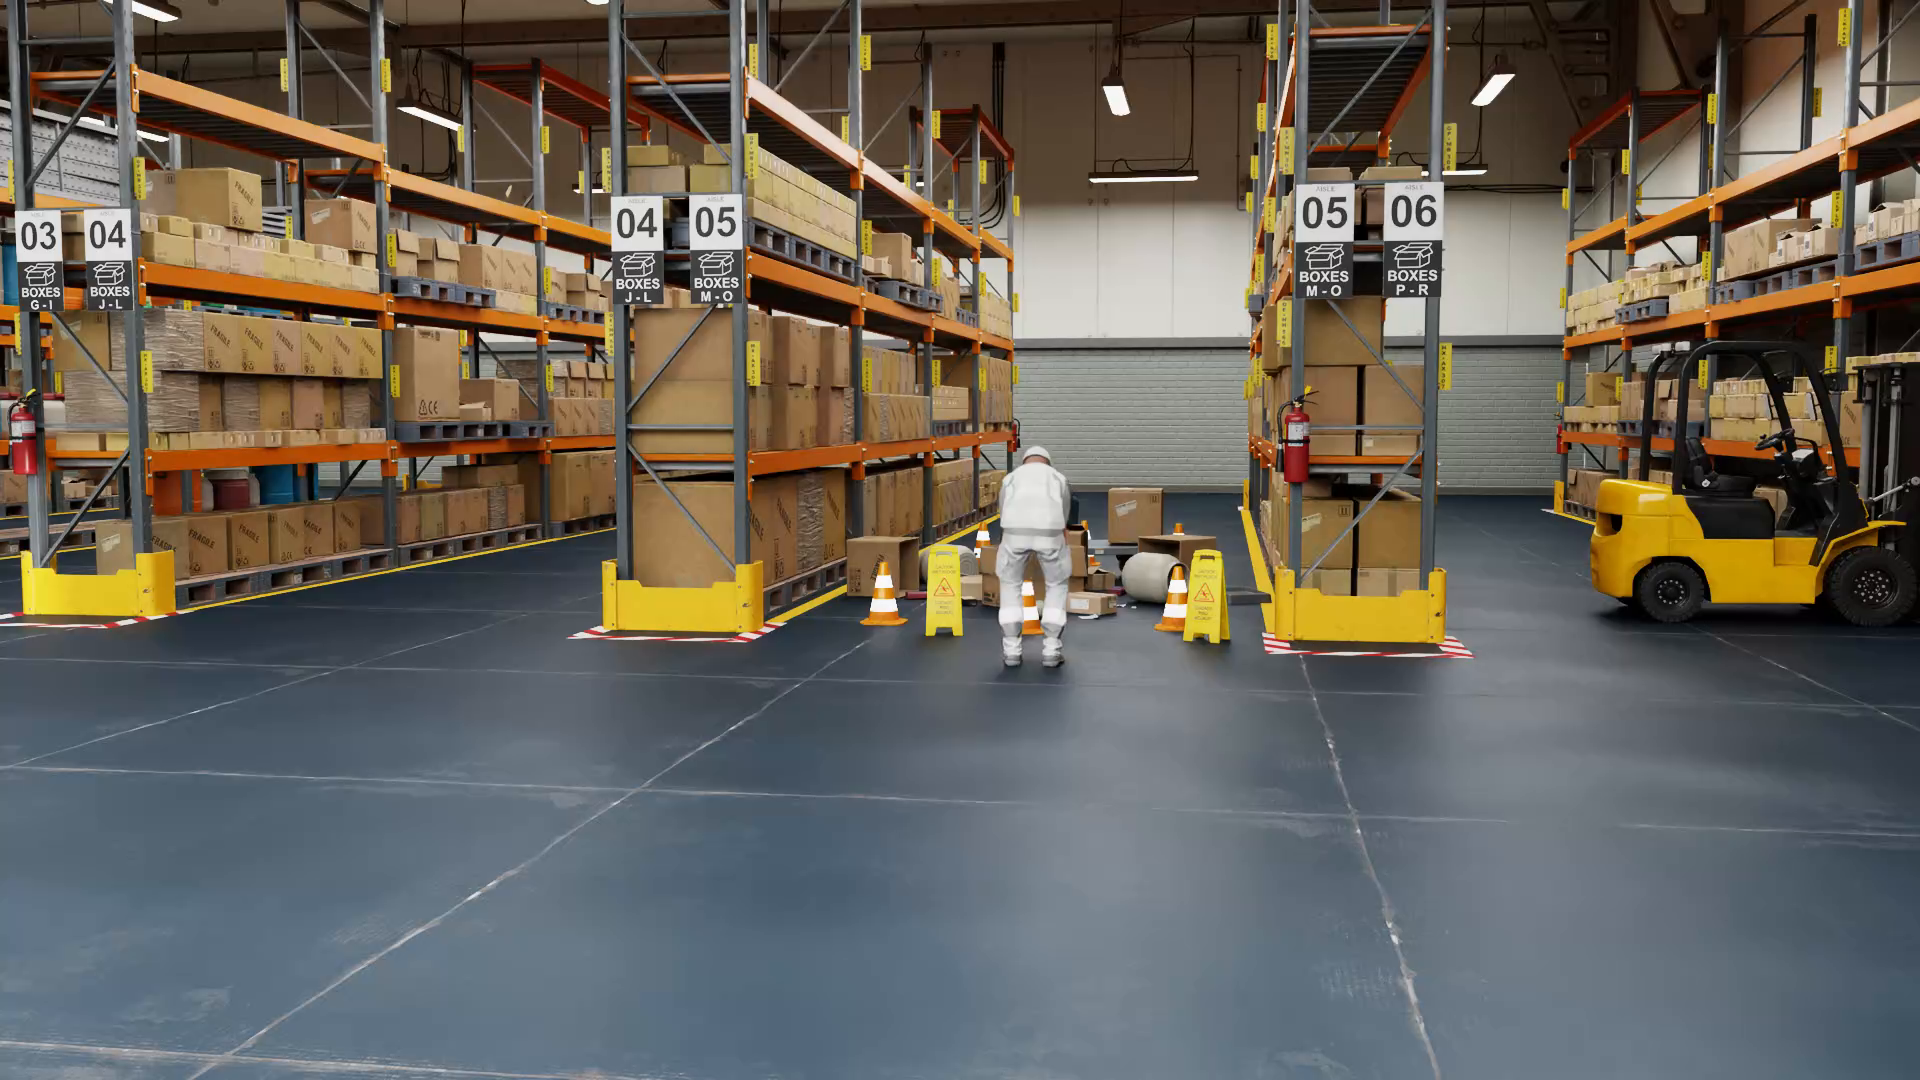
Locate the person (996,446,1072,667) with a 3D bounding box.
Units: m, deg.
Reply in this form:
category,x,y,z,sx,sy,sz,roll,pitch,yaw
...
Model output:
category,x,y,z,sx,sy,sz,roll,pitch,yaw
person,0.493,0.087,10.856,0.498,1.392,0.888,1,4,7
